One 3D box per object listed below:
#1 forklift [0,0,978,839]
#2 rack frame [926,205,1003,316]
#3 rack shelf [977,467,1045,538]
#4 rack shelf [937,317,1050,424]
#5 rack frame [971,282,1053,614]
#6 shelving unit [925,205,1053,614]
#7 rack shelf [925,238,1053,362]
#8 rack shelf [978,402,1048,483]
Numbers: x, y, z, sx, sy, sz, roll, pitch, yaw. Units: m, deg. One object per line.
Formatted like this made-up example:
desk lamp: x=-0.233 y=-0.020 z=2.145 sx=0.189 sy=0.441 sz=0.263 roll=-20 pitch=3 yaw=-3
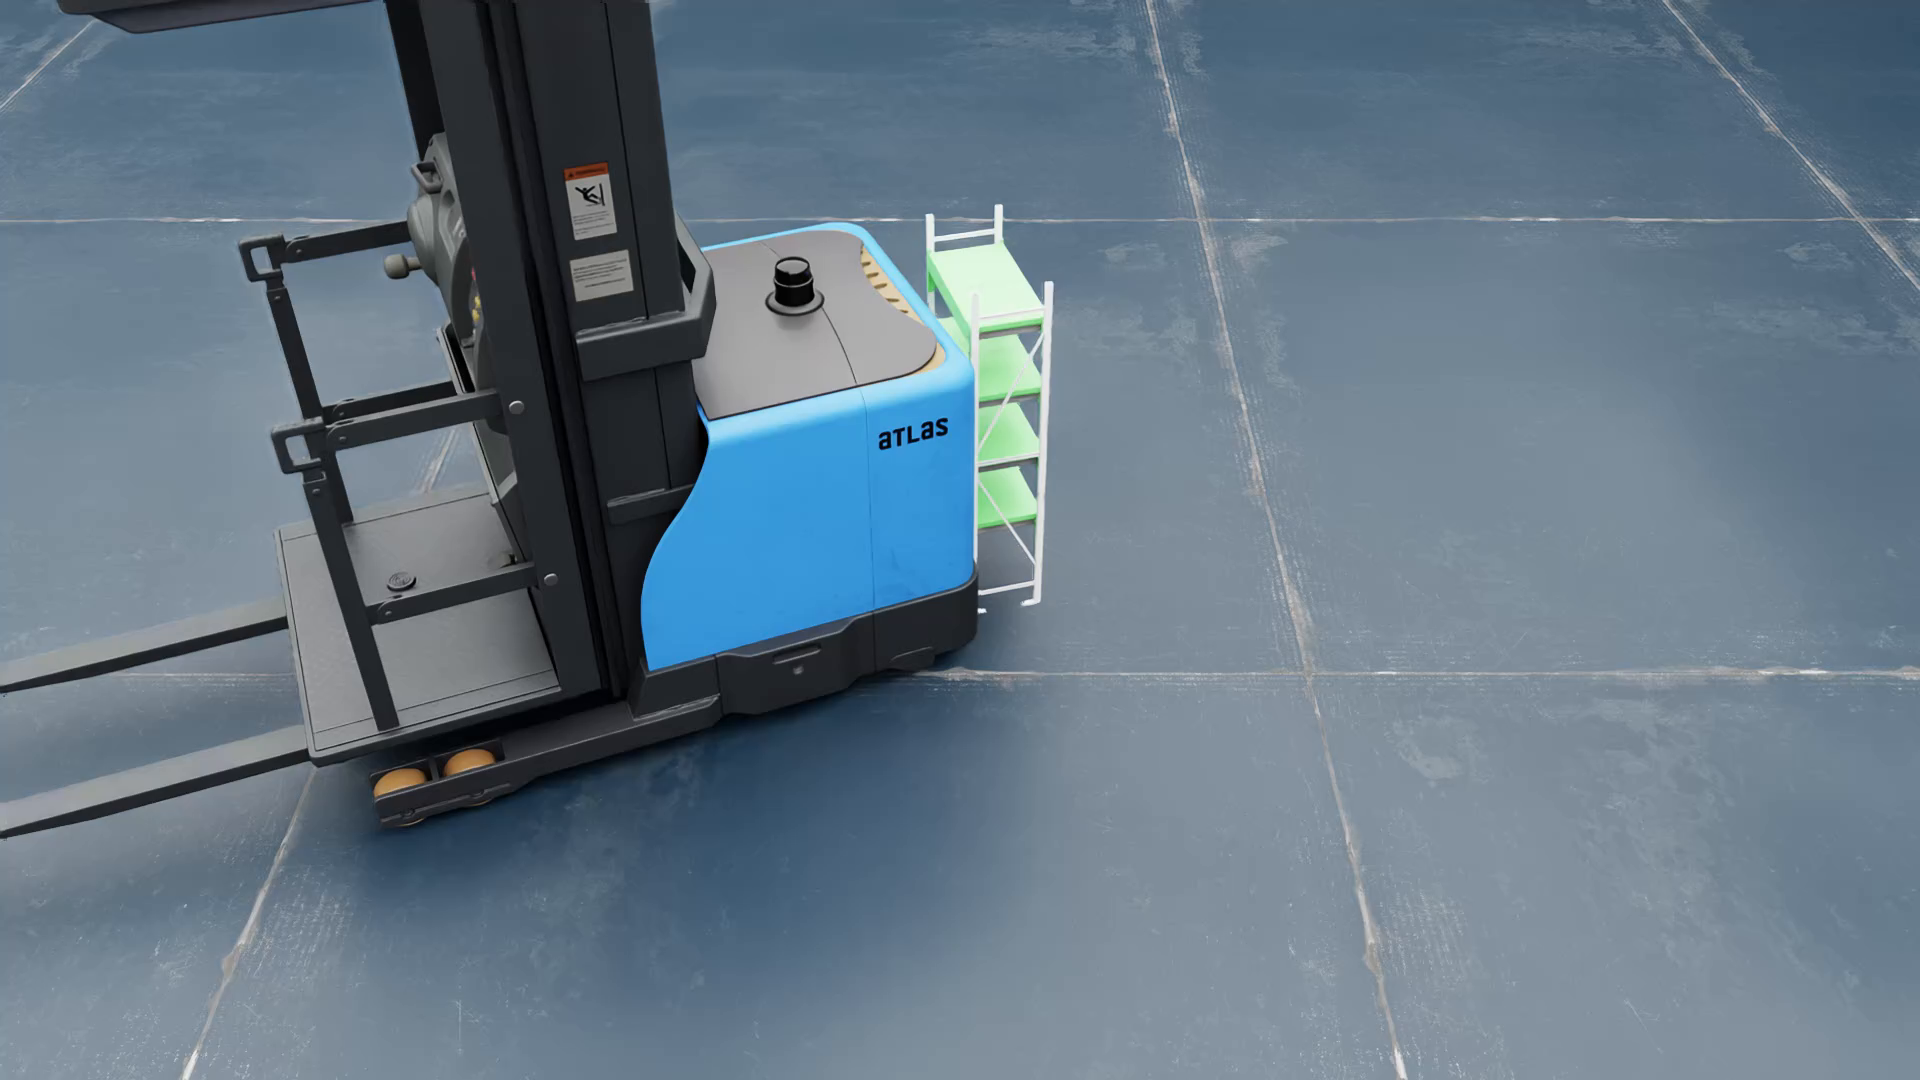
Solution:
forklift: x=-1.510 y=-0.707 z=4.288 sx=3.031 sy=2.935 sz=1.130 roll=-15 pitch=41 yaw=-18
rack frame: x=0.014 y=-0.539 z=5.463 sx=0.240 sy=1.200 sz=0.015 roll=-10 pitch=40 yaw=-12
rack shelf: x=0.081 y=-0.155 z=5.470 sx=0.258 sy=0.148 sz=0.480 roll=-10 pitch=40 yaw=-12
rack shelf: x=0.081 y=-0.530 z=5.170 sx=0.258 sy=0.148 sz=0.480 roll=-10 pitch=40 yaw=-12
rack frame: x=0.148 y=-0.246 z=5.097 sx=0.240 sy=1.200 sz=0.015 roll=-10 pitch=40 yaw=-12
shelving unit: x=0.081 y=-0.392 z=5.280 sx=0.258 sy=1.200 sz=0.503 roll=-10 pitch=40 yaw=-12
rack shelf: x=0.081 y=-0.717 z=5.020 sx=0.258 sy=0.148 sz=0.480 roll=-10 pitch=40 yaw=-12
rack shelf: x=0.081 y=-0.342 z=5.320 sx=0.258 sy=0.148 sz=0.480 roll=-10 pitch=40 yaw=-12
